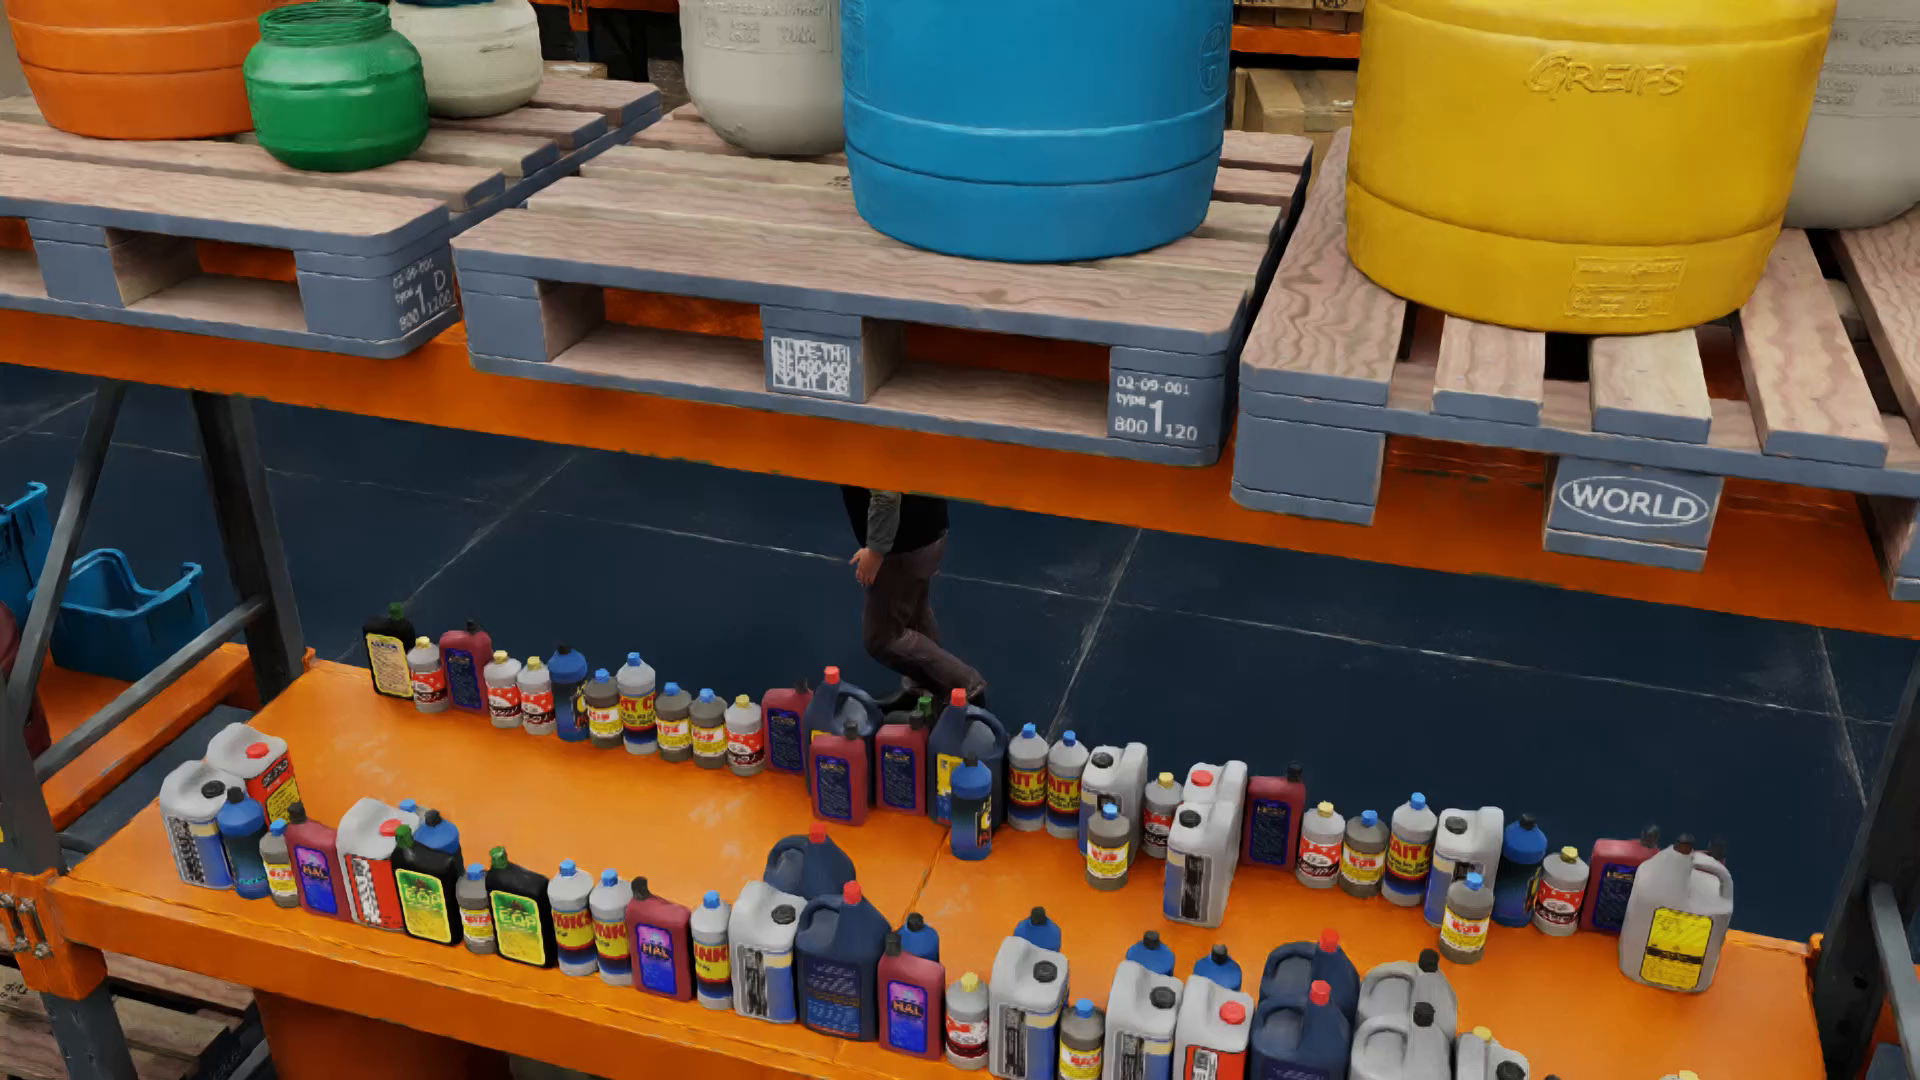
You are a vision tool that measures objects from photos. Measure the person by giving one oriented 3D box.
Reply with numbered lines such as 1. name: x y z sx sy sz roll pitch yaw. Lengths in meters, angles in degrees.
1. person: -0.212 -0.021 6.203 0.620 1.700 0.547 -2 29 -3
